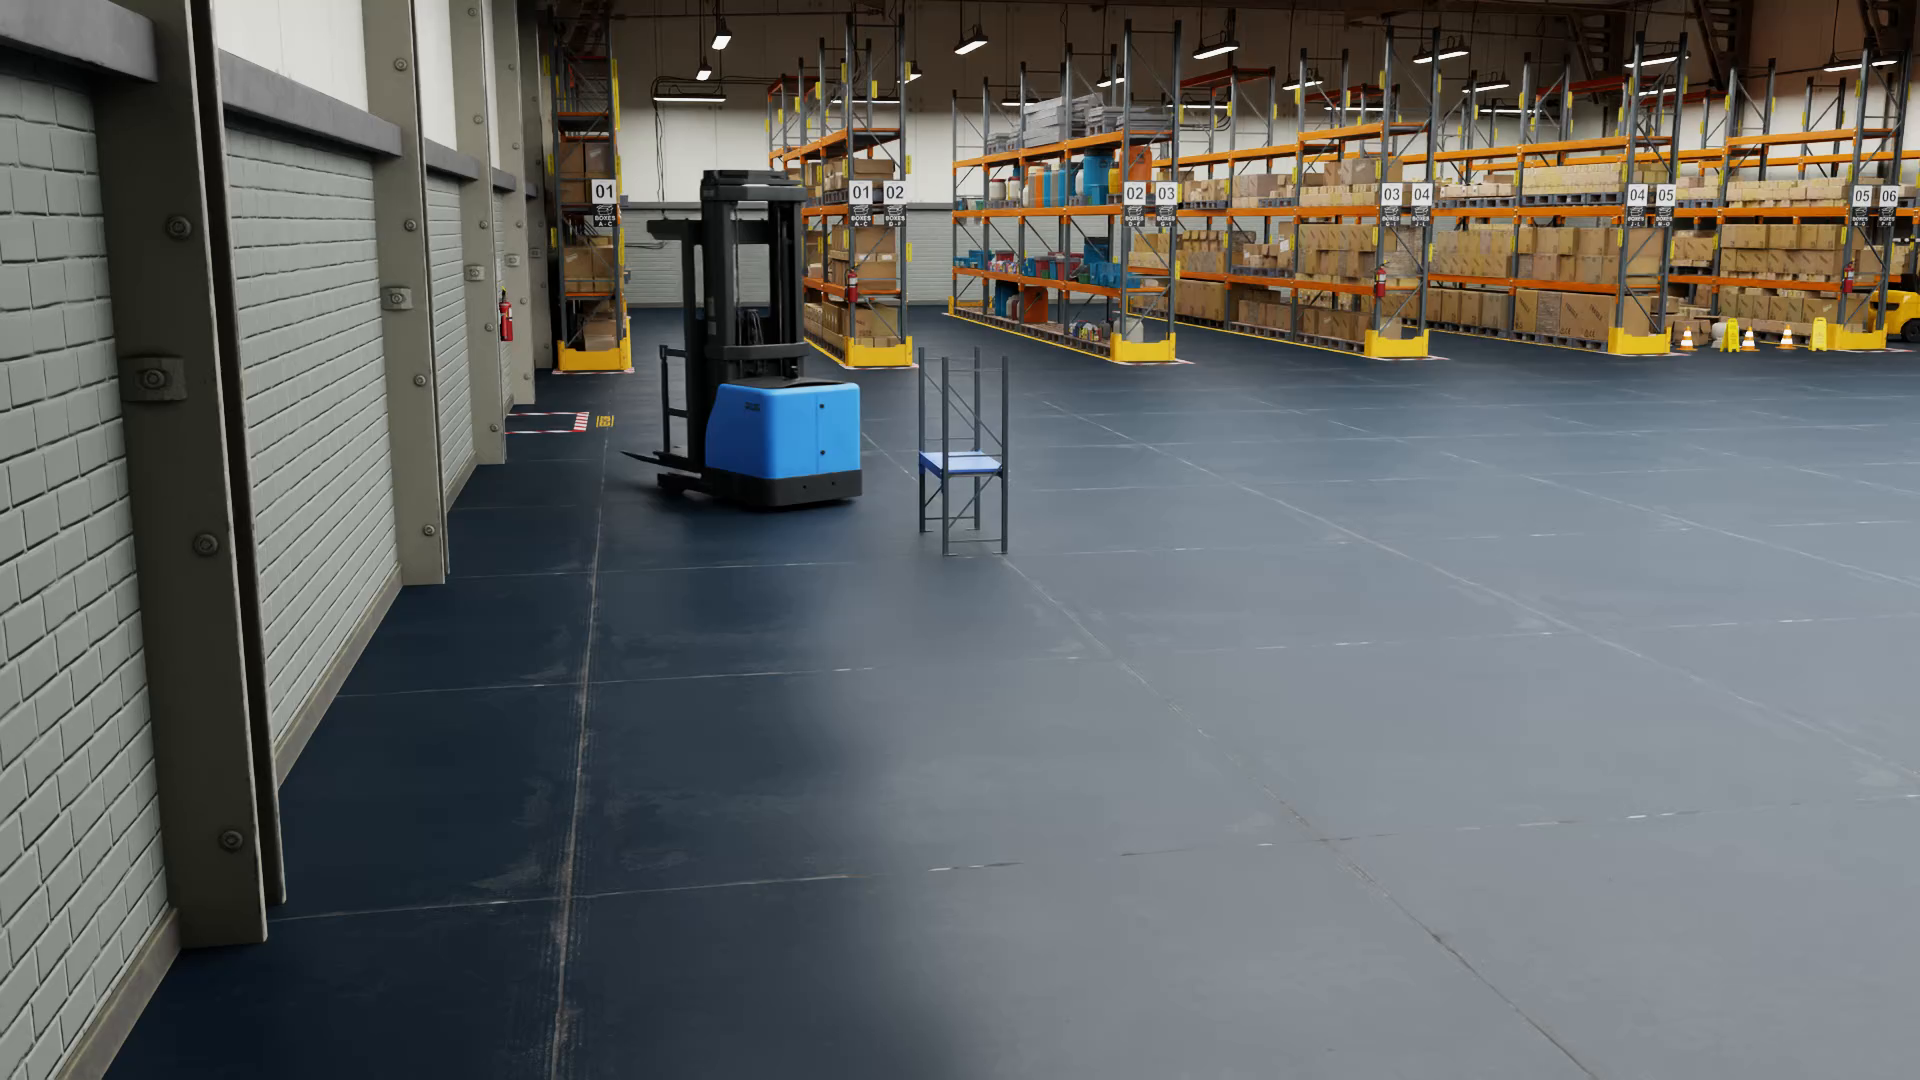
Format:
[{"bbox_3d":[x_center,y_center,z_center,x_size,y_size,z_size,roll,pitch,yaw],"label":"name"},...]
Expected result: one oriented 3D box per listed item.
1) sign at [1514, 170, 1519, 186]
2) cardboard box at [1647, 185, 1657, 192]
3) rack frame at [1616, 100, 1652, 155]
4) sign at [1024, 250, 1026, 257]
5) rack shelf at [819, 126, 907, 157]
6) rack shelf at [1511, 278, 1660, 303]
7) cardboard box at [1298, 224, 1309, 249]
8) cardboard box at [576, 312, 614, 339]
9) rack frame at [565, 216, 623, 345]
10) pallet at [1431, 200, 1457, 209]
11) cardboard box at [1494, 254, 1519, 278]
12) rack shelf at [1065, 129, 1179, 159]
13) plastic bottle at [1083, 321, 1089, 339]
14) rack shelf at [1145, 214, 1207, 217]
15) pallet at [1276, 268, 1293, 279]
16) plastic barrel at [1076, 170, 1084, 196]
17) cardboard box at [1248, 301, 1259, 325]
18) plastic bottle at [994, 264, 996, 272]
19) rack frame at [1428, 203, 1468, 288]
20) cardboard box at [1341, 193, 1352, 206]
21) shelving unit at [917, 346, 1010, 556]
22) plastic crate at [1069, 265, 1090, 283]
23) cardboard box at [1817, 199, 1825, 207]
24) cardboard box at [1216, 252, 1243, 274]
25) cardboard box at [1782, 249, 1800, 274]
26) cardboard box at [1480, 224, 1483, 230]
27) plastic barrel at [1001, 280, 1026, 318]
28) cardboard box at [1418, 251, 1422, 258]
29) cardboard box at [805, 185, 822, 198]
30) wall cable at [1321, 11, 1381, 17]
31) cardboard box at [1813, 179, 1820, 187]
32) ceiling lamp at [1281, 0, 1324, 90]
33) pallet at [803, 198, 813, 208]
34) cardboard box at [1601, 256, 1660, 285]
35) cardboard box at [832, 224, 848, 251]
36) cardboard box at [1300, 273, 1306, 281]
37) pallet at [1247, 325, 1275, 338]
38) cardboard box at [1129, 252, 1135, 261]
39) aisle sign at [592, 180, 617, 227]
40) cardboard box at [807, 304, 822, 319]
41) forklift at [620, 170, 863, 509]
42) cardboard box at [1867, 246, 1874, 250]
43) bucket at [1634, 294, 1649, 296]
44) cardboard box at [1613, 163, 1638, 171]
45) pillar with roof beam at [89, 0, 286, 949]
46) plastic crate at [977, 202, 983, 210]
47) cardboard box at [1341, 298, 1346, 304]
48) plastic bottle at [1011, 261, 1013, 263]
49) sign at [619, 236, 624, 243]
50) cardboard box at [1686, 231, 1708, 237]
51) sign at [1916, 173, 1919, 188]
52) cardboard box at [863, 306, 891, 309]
[{"bbox_3d":[11.848,-7.700,35.384,0.100,0.325,0.005,-2,11,-11],"label":"sign"},{"bbox_3d":[13.404,-6.786,32.087,0.380,0.149,0.250,-2,11,-11],"label":"cardboard box"},{"bbox_3d":[19.748,-11.367,48.852,1.000,3.000,0.127,-2,11,-11],"label":"rack frame"},{"bbox_3d":[1.619,-7.121,41.845,0.100,0.325,0.005,-2,11,-11],"label":"sign"},{"bbox_3d":[-1.835,-7.349,30.732,1.077,0.370,4.000,-2,11,-11],"label":"rack shelf"},{"bbox_3d":[12.767,-5.119,33.995,1.077,0.370,4.000,-2,11,-11],"label":"rack shelf"},{"bbox_3d":[7.332,-6.272,34.392,0.500,0.500,0.500,-2,11,-11],"label":"cardboard box"},{"bbox_3d":[-7.242,-4.260,33.064,0.700,0.500,0.500,-2,11,-9],"label":"cardboard box"},{"bbox_3d":[-7.083,-5.137,32.165,1.000,3.000,0.127,-2,11,-11],"label":"rack frame"},{"bbox_3d":[11.778,-7.838,38.836,1.213,0.211,1.003,-2,11,-8],"label":"pallet"},{"bbox_3d":[12.015,-5.975,36.297,0.500,0.500,0.500,-2,11,-11],"label":"cardboard box"},{"bbox_3d":[3.024,-7.528,31.675,1.077,0.370,4.000,-2,11,-11],"label":"rack shelf"},{"bbox_3d":[2.504,-4.137,32.816,0.144,0.351,0.185,-2,11,-11],"label":"plastic bottle"},{"bbox_3d":[5.548,-8.632,44.427,1.077,0.370,4.000,-2,11,-11],"label":"rack shelf"},{"bbox_3d":[7.487,-5.729,35.787,1.003,0.211,1.213,-2,11,-11],"label":"pallet"},{"bbox_3d":[2.526,-7.146,33.276,0.421,0.512,0.421,0,11,0],"label":"plastic barrel"},{"bbox_3d":[6.986,-5.176,37.878,0.700,0.500,0.500,-3,11,-16],"label":"cardboard box"},{"bbox_3d":[0.881,-6.661,40.704,0.097,0.201,0.097,0,11,0],"label":"plastic bottle"},{"bbox_3d":[11.600,-6.573,39.709,1.000,3.000,0.127,-2,11,-11],"label":"rack frame"},{"bbox_3d":[7.737,-6.609,32.276,0.500,0.250,0.500,-2,11,-10],"label":"cardboard box"},{"bbox_3d":[0.017,-0.721,12.974,0.538,1.500,1.048,-2,11,-11],"label":"shelving unit"},{"bbox_3d":[2.612,-5.367,33.535,0.767,0.338,0.504,-2,11,-11],"label":"plastic crate"},{"bbox_3d":[17.550,-6.804,33.573,0.380,0.149,0.250,-2,11,-9],"label":"cardboard box"},{"bbox_3d":[6.376,-6.542,39.278,0.500,0.500,0.500,-2,11,-9],"label":"cardboard box"},{"bbox_3d":[17.430,-5.773,34.443,0.500,0.500,0.500,-2,11,-11],"label":"cardboard box"},{"bbox_3d":[14.908,-8.832,46.898,0.380,0.149,0.250,-2,11,-10],"label":"cardboard box"},{"bbox_3d":[1.306,-5.910,40.714,0.600,0.901,0.708,-2,11,-11],"label":"plastic barrel"},{"bbox_3d":[11.058,-6.876,40.055,0.380,0.149,0.250,-2,11,-10],"label":"cardboard box"},{"bbox_3d":[-3.120,-7.653,37.094,0.910,0.500,0.500,-2,11,-11],"label":"cardboard box"},{"bbox_3d":[12.470,-15.422,52.508,2.355,3.000,0.029,-2,11,-11],"label":"wall cable"},{"bbox_3d":[17.558,-7.241,33.734,0.380,0.149,0.250,-2,11,-11],"label":"cardboard box"},{"bbox_3d":[8.803,-12.907,41.329,0.800,3.185,2.000,-2,11,-11],"label":"ceiling lamp"},{"bbox_3d":[-2.783,-7.311,36.070,1.213,0.211,1.003,-2,11,-8],"label":"pallet"},{"bbox_3d":[13.040,-5.246,32.335,0.875,0.550,0.550,-2,11,-11],"label":"cardboard box"},{"bbox_3d":[-2.132,-5.923,32.558,0.700,0.500,0.500,-2,11,-11],"label":"cardboard box"},{"bbox_3d":[7.276,-5.458,34.520,0.380,0.149,0.250,-2,11,-11],"label":"cardboard box"},{"bbox_3d":[7.100,-4.675,37.193,1.003,0.211,1.213,-2,11,-11],"label":"pallet"},{"bbox_3d":[4.988,-7.853,46.040,0.500,0.250,0.500,-2,11,-13],"label":"cardboard box"},{"bbox_3d":[-5.997,-5.679,28.056,0.394,0.787,0.004,-2,11,-11],"label":"aisle sign"},{"bbox_3d":[-2.981,-4.886,35.578,0.500,0.311,0.500,-2,11,-13],"label":"cardboard box"},{"bbox_3d":[-2.194,-1.929,15.492,1.130,2.935,3.031,-9,14,-38],"label":"forklift"},{"bbox_3d":[21.564,-6.829,39.050,0.380,0.149,0.250,-2,11,-12],"label":"cardboard box"},{"bbox_3d":[14.666,-5.037,36.328,0.726,0.611,0.620,2,1,9],"label":"bucket"},{"bbox_3d":[12.758,-7.153,31.880,0.380,0.149,0.250,-2,11,-10],"label":"cardboard box"},{"bbox_3d":[1.601,-3.203,5.955,9.100,9.000,0.400,-2,11,-11],"label":"pillar with roof beam"},{"bbox_3d":[0.700,-8.401,41.857,0.450,0.188,0.662,-2,11,-11],"label":"plastic crate"},{"bbox_3d":[10.384,-6.354,44.264,0.380,0.149,0.250,-3,11,-14],"label":"cardboard box"},{"bbox_3d":[1.243,-6.481,39.539,0.061,0.283,0.133,-2,11,-11],"label":"plastic bottle"},{"bbox_3d":[-7.330,-6.422,36.032,0.100,0.325,0.005,-2,11,-11],"label":"sign"},{"bbox_3d":[16.756,-6.961,37.824,0.380,0.149,0.250,-2,11,-13],"label":"cardboard box"},{"bbox_3d":[21.552,-8.080,37.379,0.100,0.325,0.005,-2,11,-11],"label":"sign"},{"bbox_3d":[-1.542,-4.098,30.929,0.500,0.500,0.500,-2,11,-11],"label":"cardboard box"}]
